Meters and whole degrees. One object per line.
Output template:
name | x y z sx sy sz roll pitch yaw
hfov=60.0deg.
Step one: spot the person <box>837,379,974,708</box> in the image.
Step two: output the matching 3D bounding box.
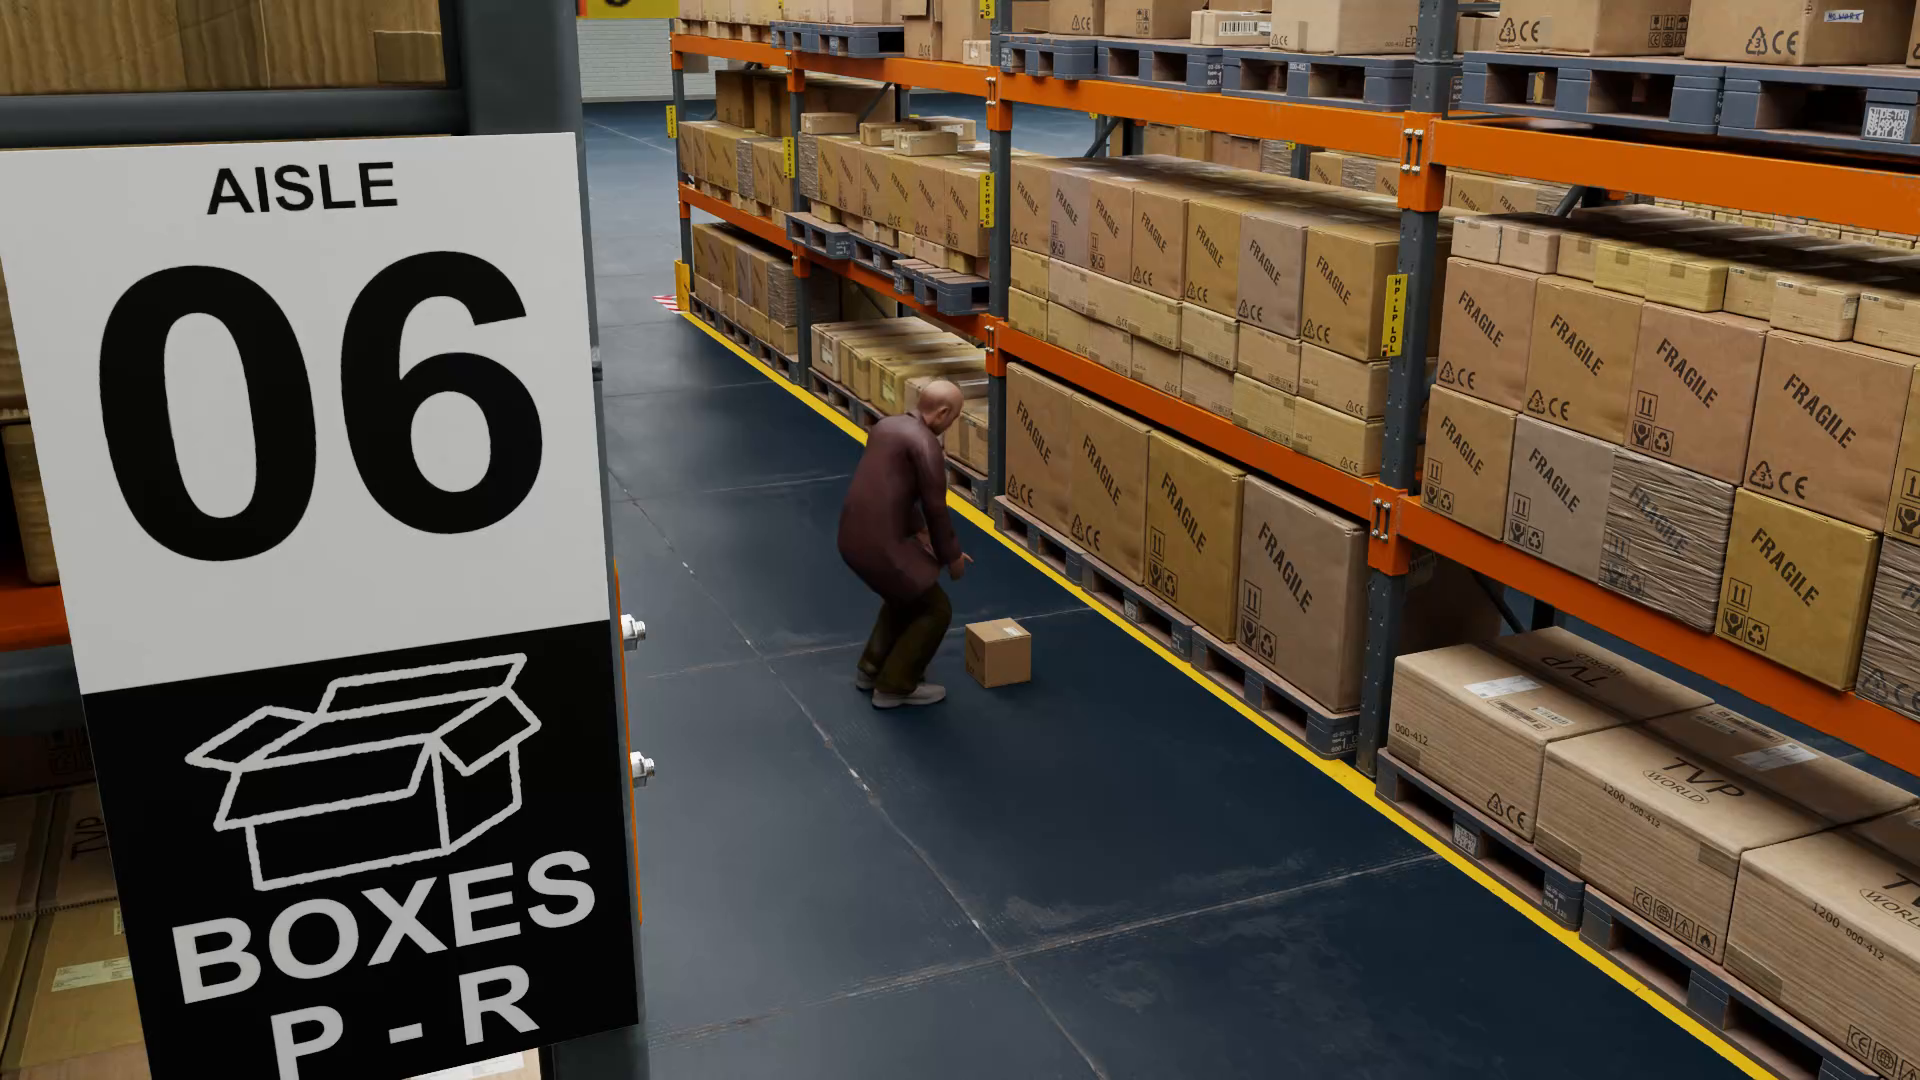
person | -0.281 0.007 7.952 0.636 1.538 0.627 -8 20 -22
